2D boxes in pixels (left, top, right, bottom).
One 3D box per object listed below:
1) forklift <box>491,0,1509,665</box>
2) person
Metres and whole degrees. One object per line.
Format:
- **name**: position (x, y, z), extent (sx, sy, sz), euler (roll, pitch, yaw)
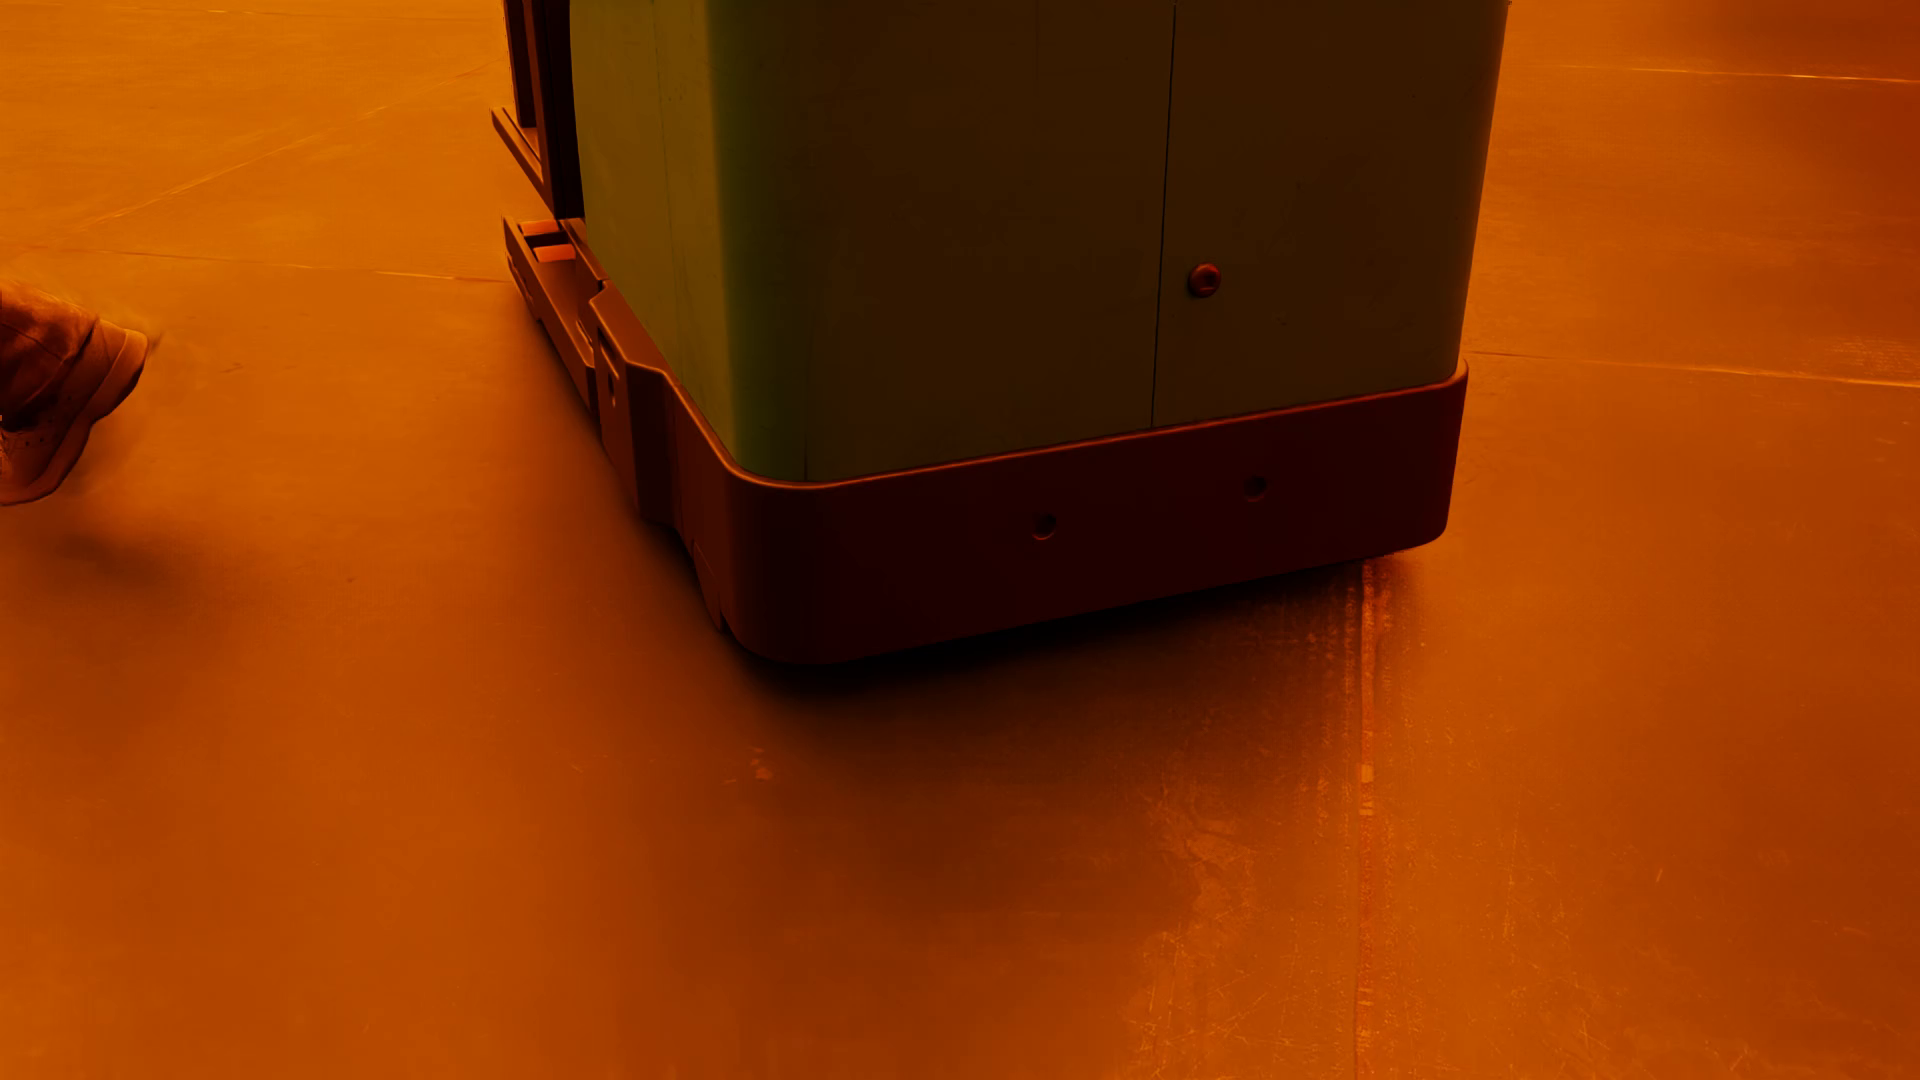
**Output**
- **forklift**: position (-0.315, -1.797, 2.809), extent (1.130, 2.935, 3.031), euler (-10, 29, -19)
- **person**: position (-1.665, -0.960, 2.540), extent (0.691, 1.642, 1.105), euler (-9, 28, -18)
